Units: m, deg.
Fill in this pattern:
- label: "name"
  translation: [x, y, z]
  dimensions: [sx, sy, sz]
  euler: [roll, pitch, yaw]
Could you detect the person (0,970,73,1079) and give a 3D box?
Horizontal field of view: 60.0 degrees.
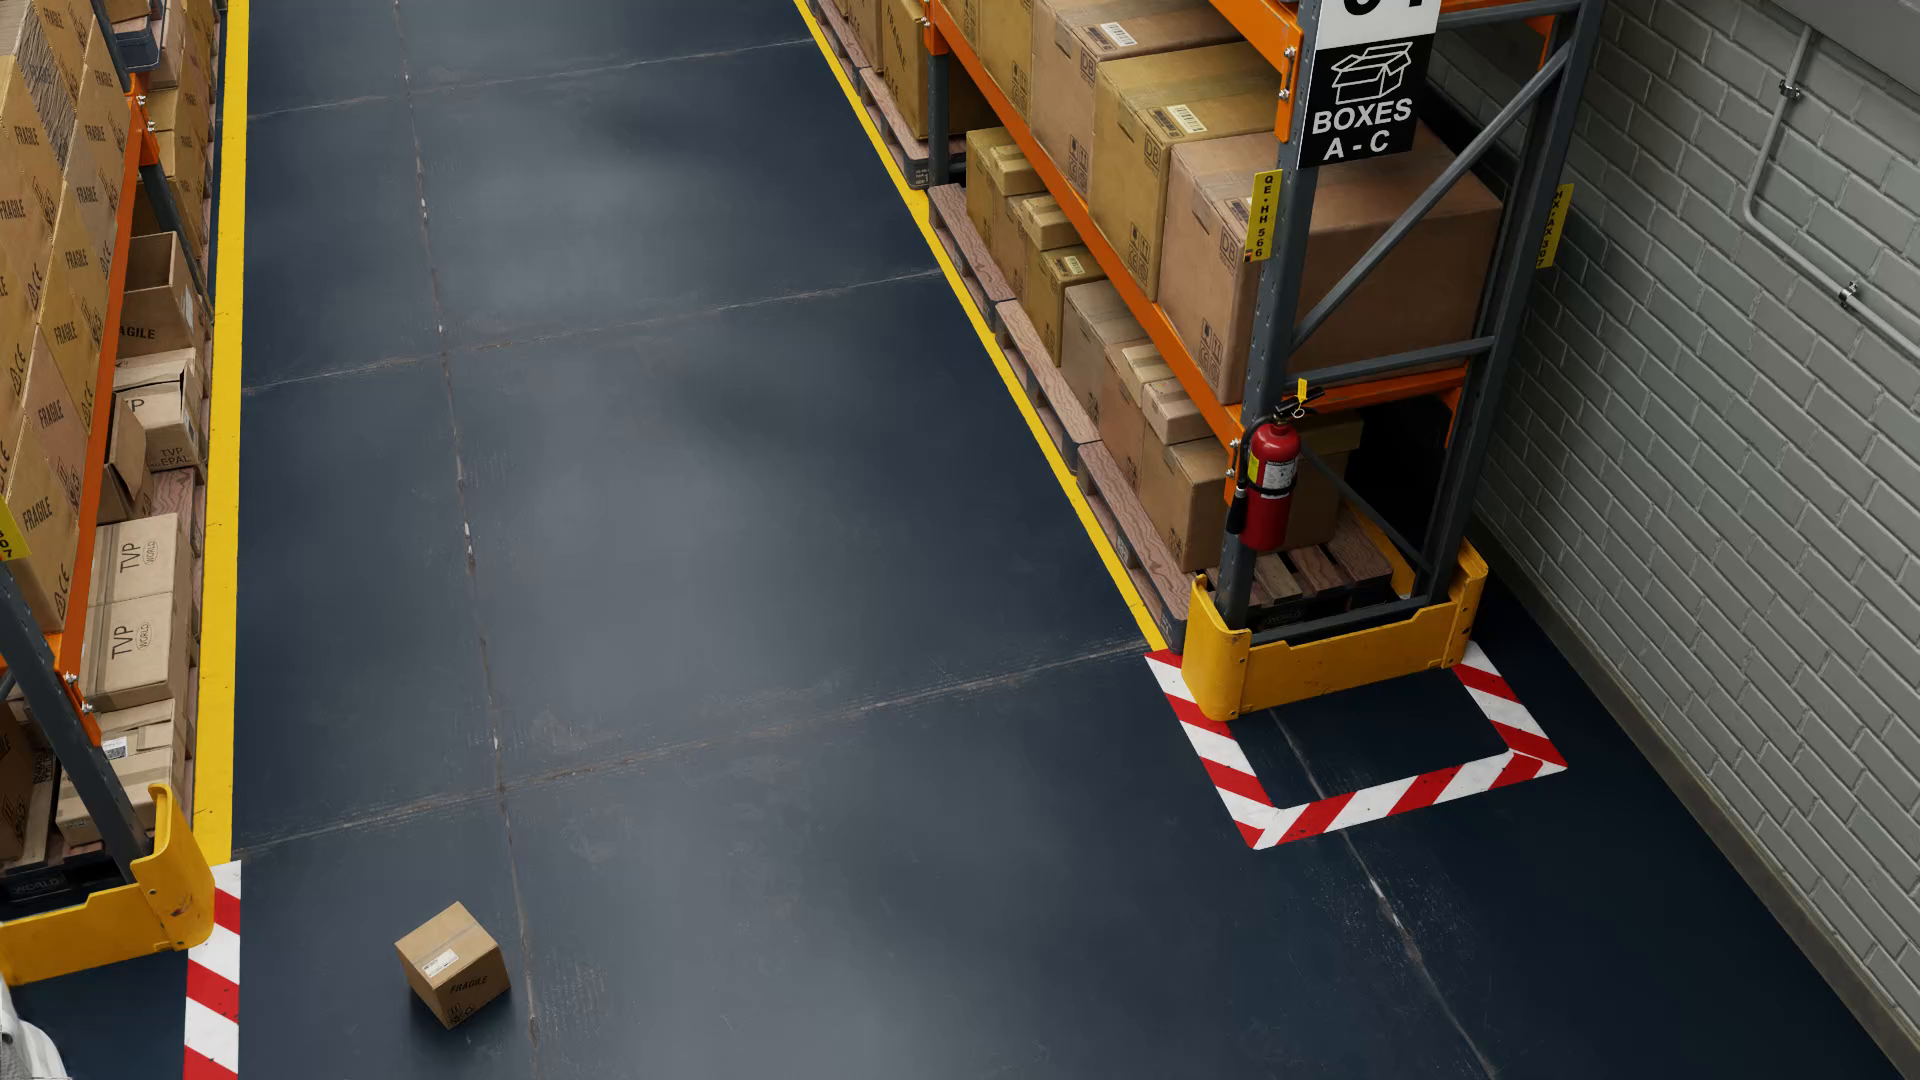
- label: "person"
  translation: [-2.636, 1.543, 4.404]
  dimensions: [0.999, 1.731, 0.605]
  euler: [-22, 46, -22]
